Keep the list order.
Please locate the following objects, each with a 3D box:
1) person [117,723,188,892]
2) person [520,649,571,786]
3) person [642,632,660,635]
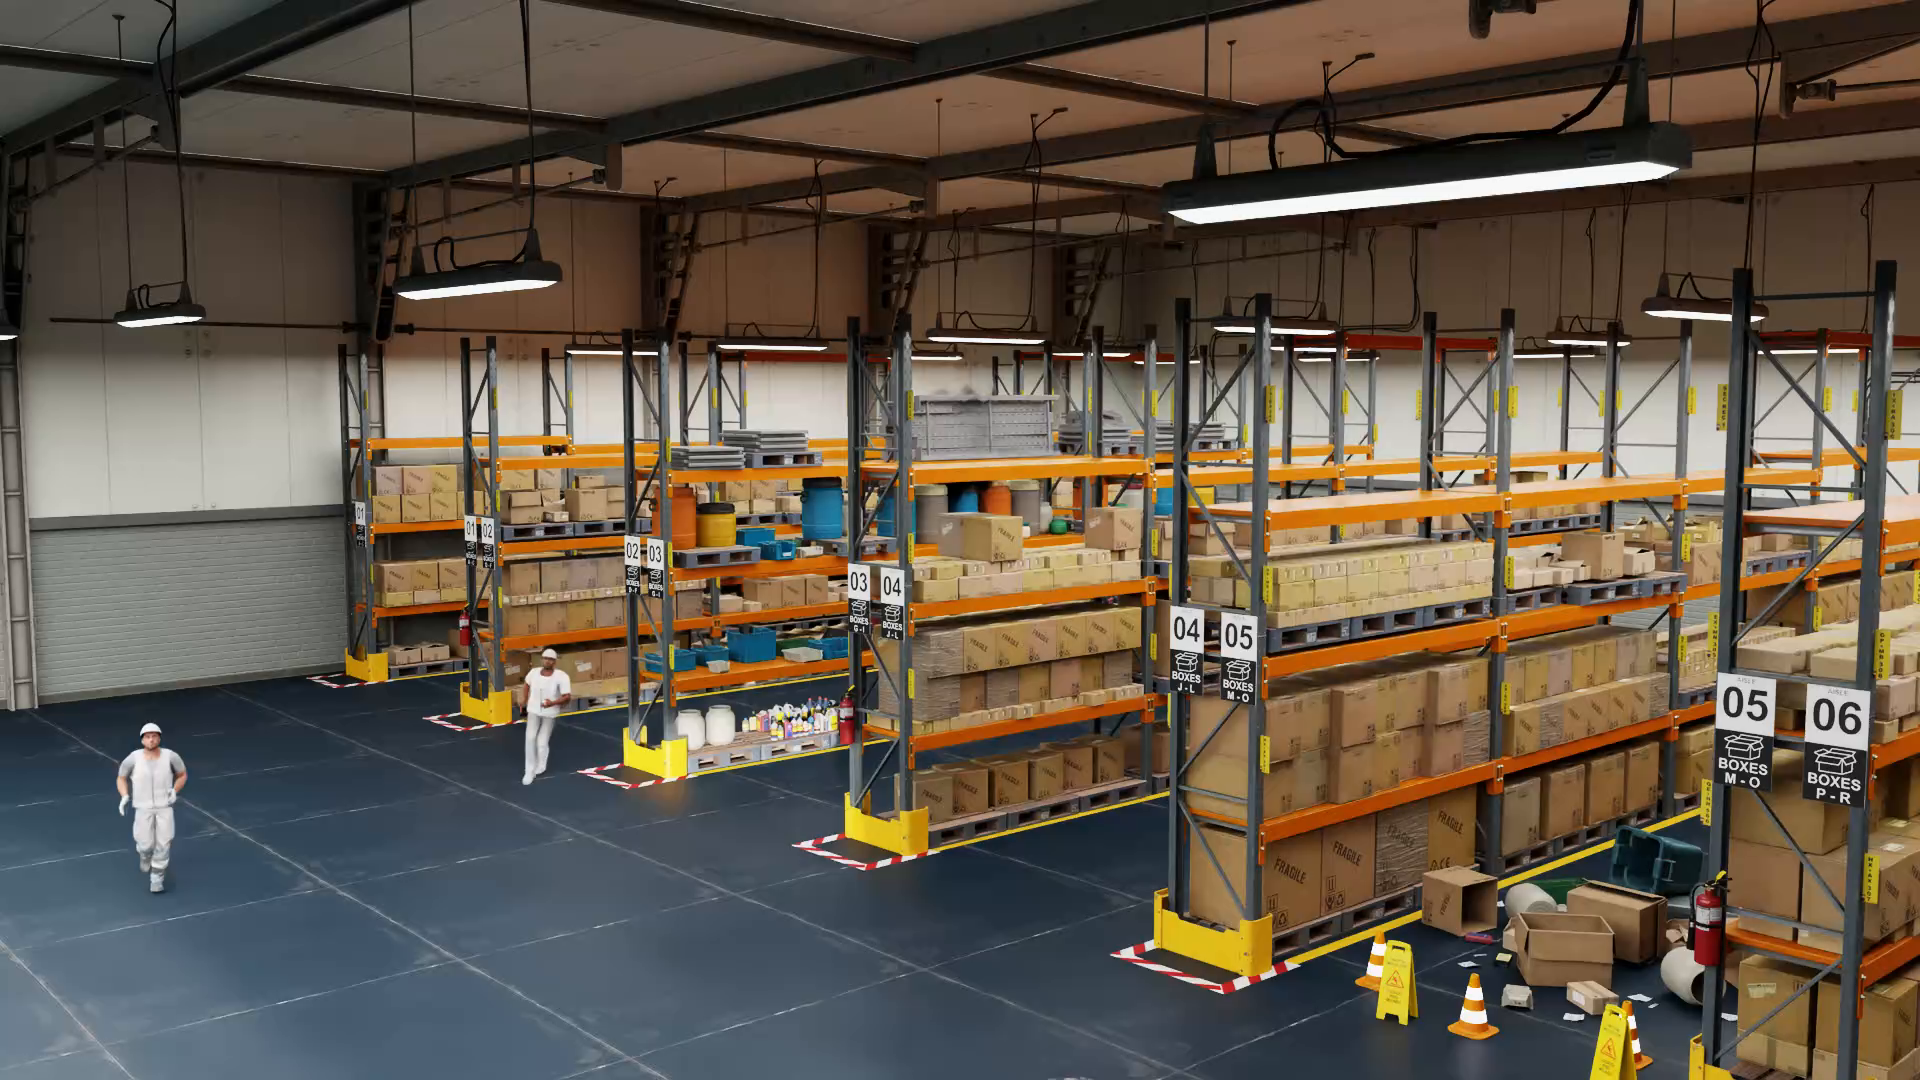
[{"bbox_3d":[-8.353,2.759,17.232,0.658,1.738,0.601,-3,6,-28],"label":"person"},{"bbox_3d":[-5.512,2.312,22.063,0.704,1.749,0.744,0,5,-3],"label":"person"},{"bbox_3d":[-5.628,1.613,30.612,0.580,1.619,0.609,4,7,41],"label":"person"}]
